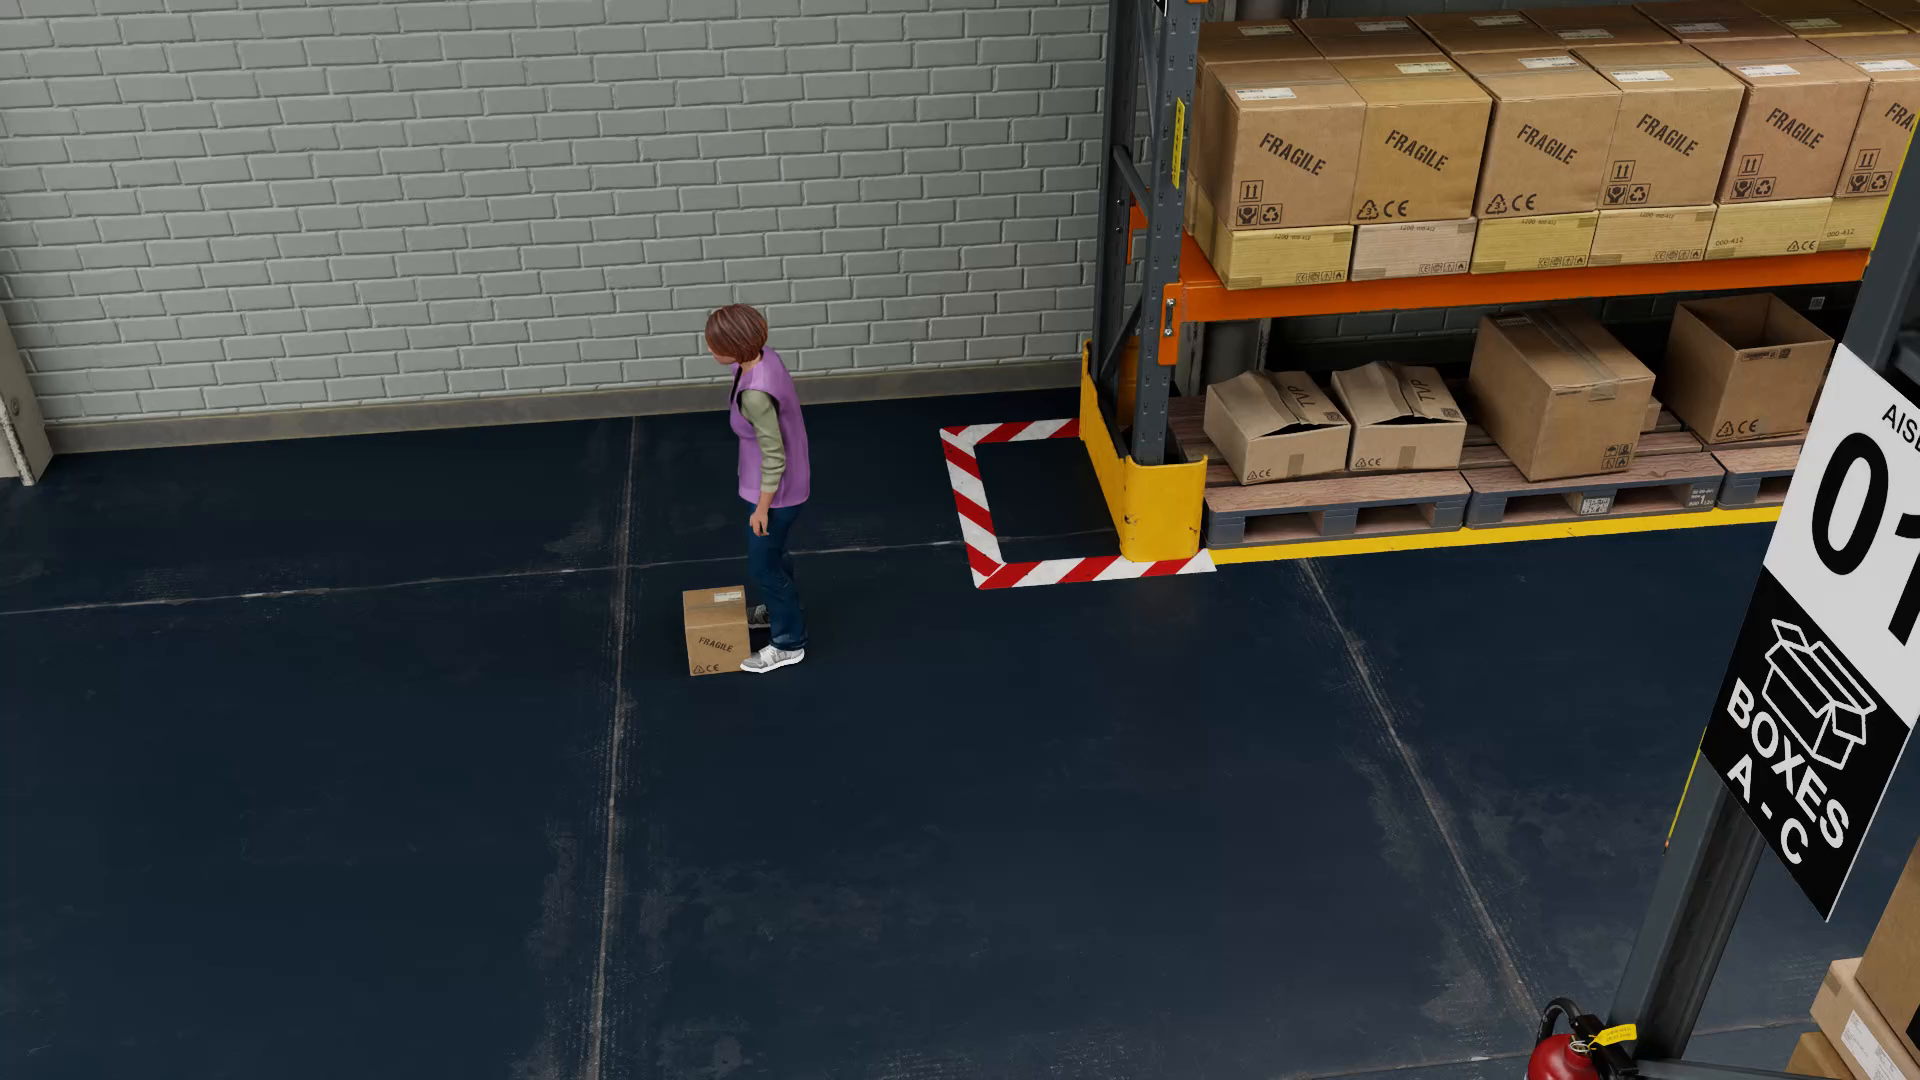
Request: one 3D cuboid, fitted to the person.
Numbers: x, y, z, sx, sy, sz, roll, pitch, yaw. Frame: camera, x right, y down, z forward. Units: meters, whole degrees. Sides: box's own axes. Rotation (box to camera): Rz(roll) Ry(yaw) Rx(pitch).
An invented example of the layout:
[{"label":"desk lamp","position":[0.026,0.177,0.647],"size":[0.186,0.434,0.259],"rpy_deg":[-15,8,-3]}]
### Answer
[{"label":"person","position":[-0.753,-0.205,6.445],"size":[0.345,1.593,0.460],"rpy_deg":[-5,36,-7]}]
